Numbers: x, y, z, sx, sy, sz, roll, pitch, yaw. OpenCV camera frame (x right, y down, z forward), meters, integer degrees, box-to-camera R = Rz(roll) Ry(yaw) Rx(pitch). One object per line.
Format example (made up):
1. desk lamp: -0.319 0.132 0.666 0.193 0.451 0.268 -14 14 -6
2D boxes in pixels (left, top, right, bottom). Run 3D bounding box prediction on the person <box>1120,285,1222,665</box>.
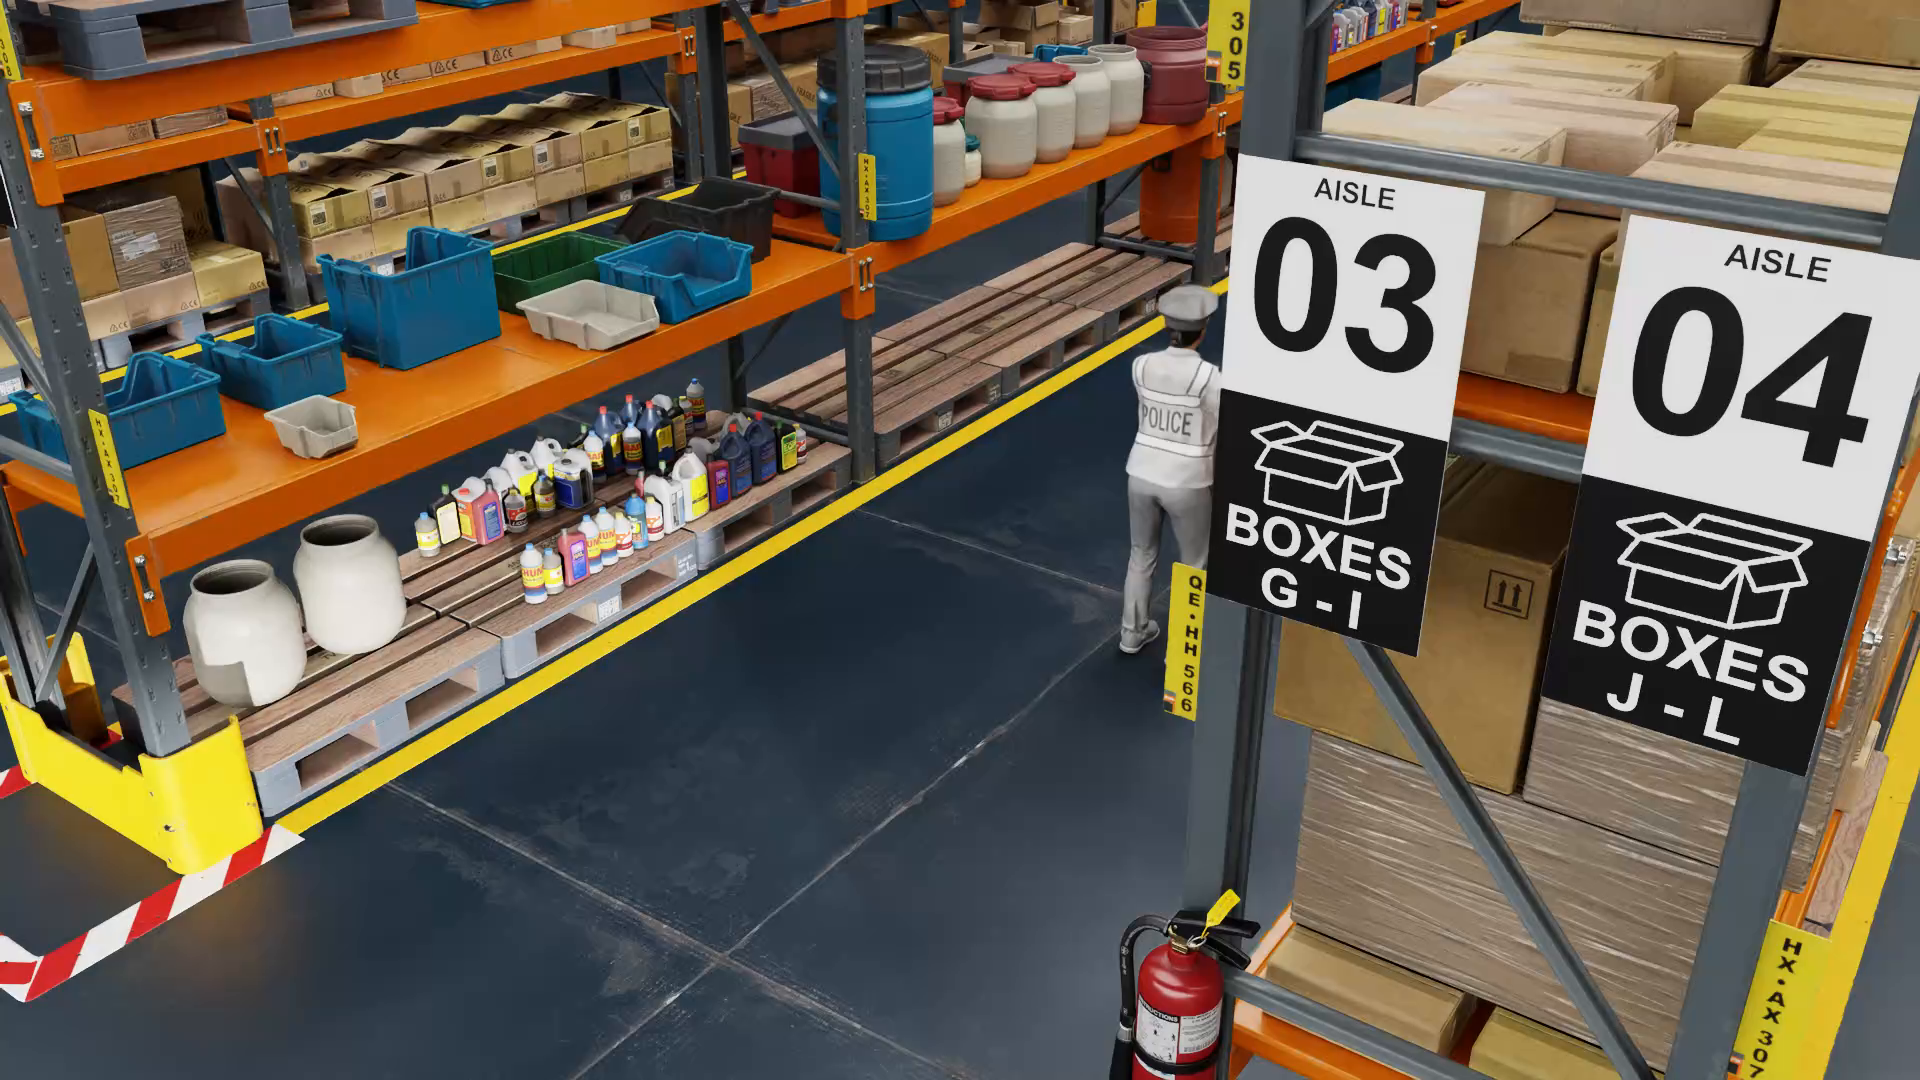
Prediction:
1. person: 0.939 -0.272 7.159 0.416 1.664 0.542 17 32 29
